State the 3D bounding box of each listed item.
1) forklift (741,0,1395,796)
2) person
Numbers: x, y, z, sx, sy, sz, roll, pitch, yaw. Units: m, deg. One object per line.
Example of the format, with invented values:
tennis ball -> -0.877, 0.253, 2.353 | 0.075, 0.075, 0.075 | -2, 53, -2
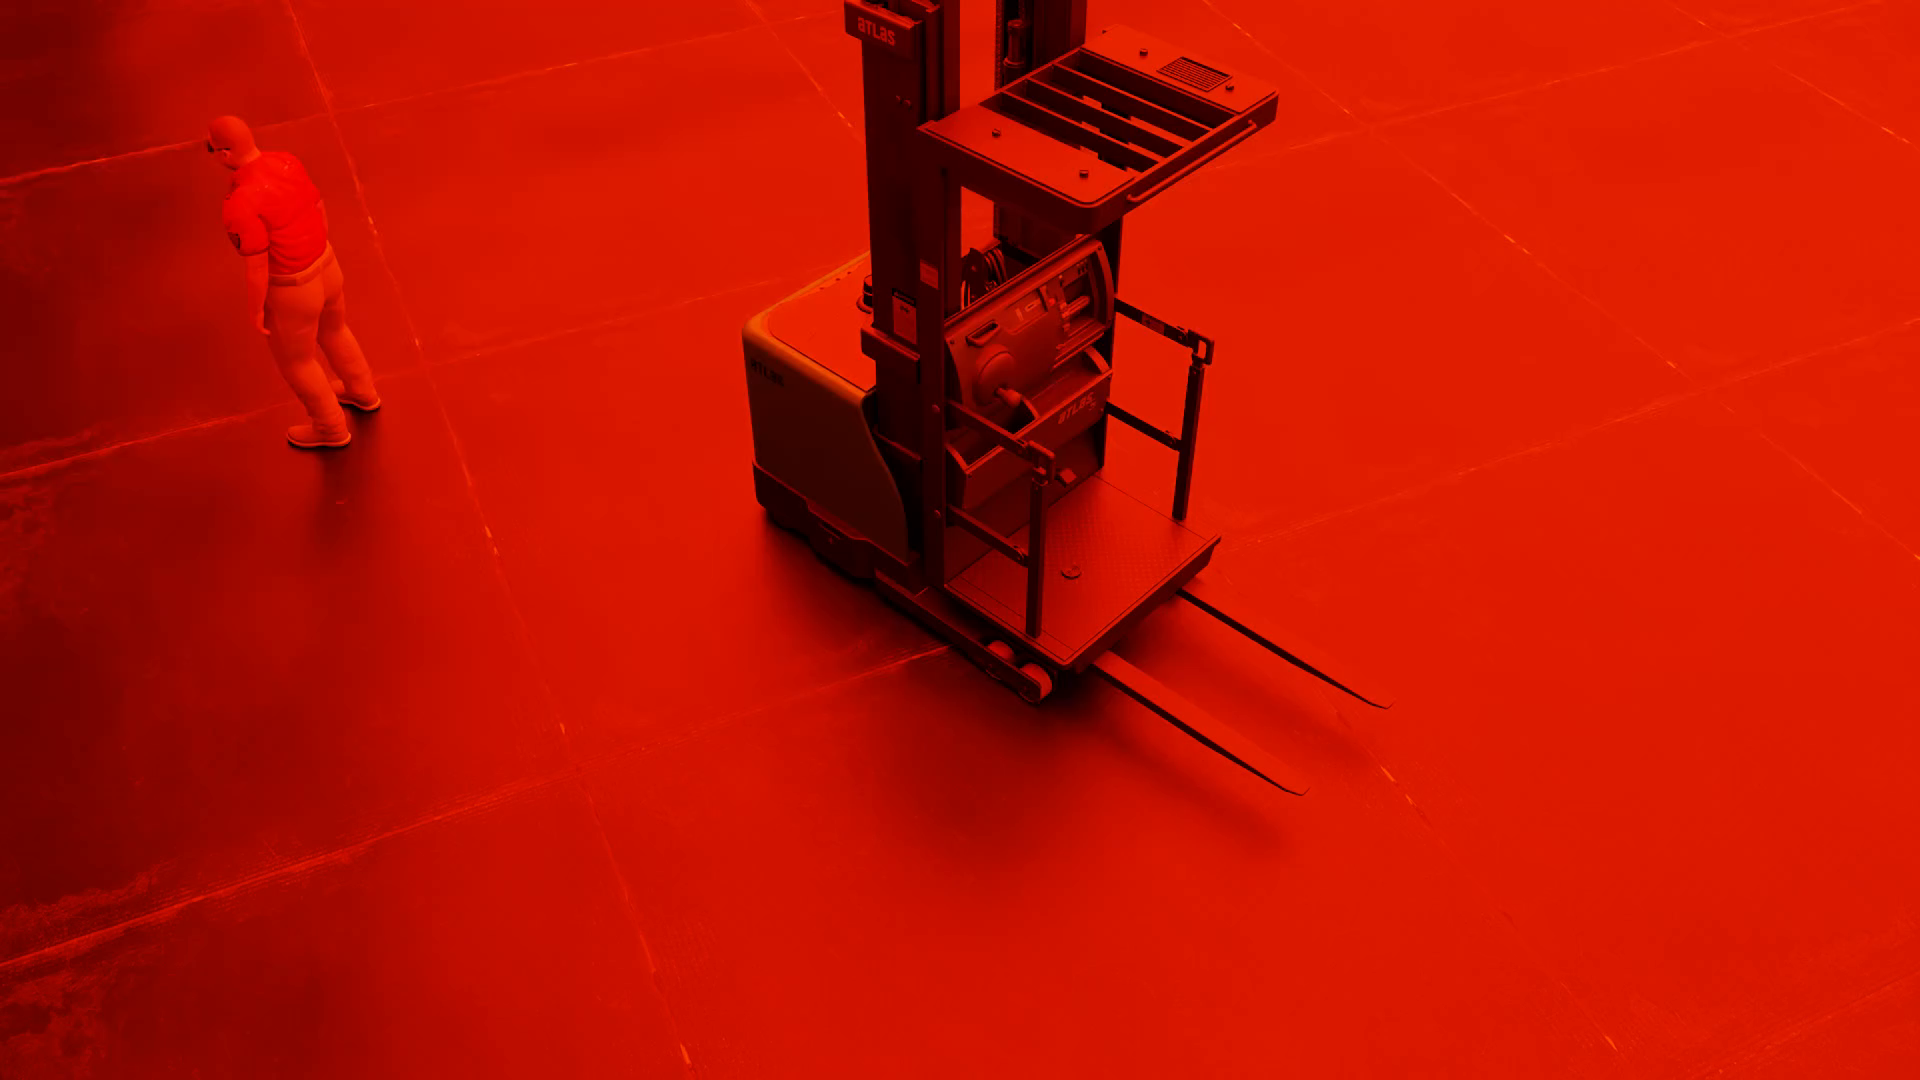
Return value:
forklift -> 0.445, -0.788, 6.525 | 3.031, 2.935, 1.130 | 32, 52, 30
person -> -3.157, -1.217, 7.865 | 0.391, 1.727, 0.585 | 12, 44, 12
